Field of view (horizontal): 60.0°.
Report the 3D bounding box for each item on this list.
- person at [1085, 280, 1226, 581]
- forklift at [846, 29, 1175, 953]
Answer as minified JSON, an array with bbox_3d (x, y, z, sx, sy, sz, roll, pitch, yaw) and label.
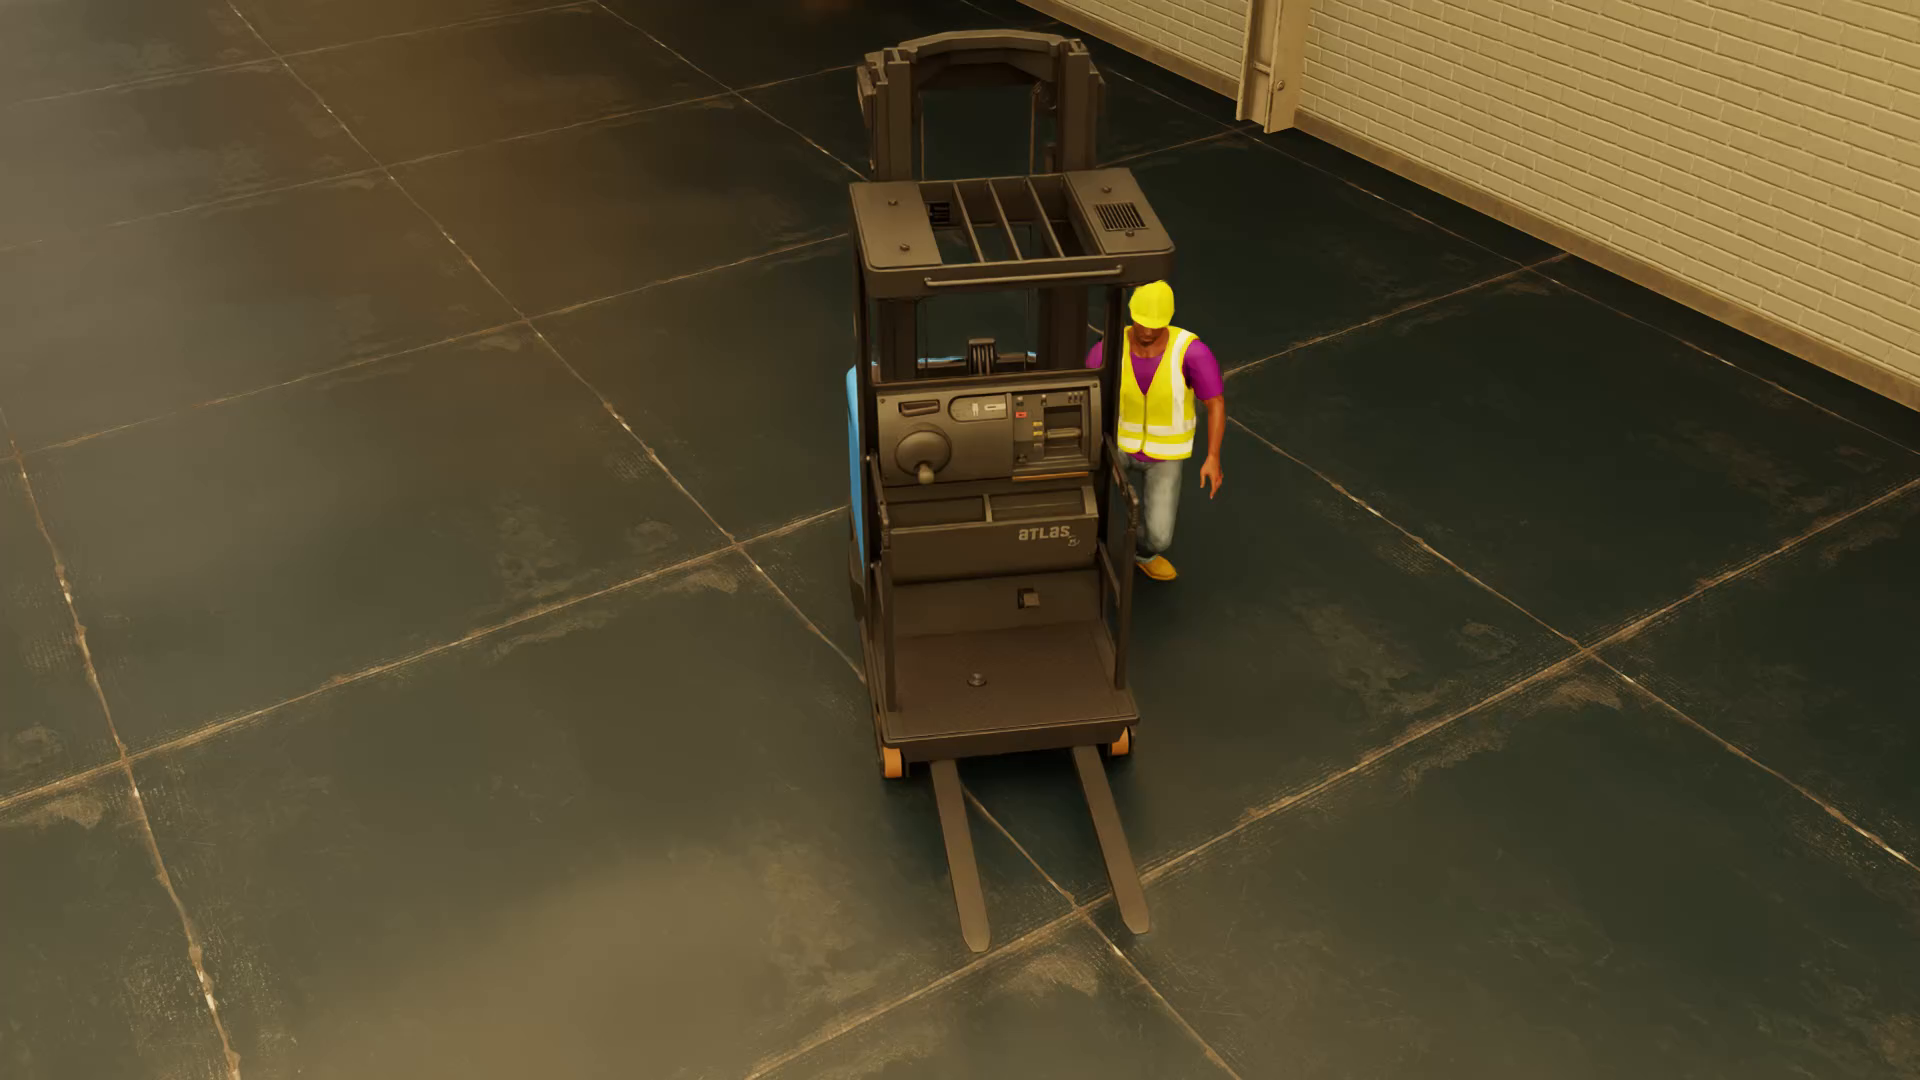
[{"bbox_3d":[0.825,-0.381,7.751,0.802,1.663,0.716,9,36,13],"label":"person"},{"bbox_3d":[0.158,-0.383,6.692,1.130,2.935,3.031,-5,35,-7],"label":"forklift"}]
